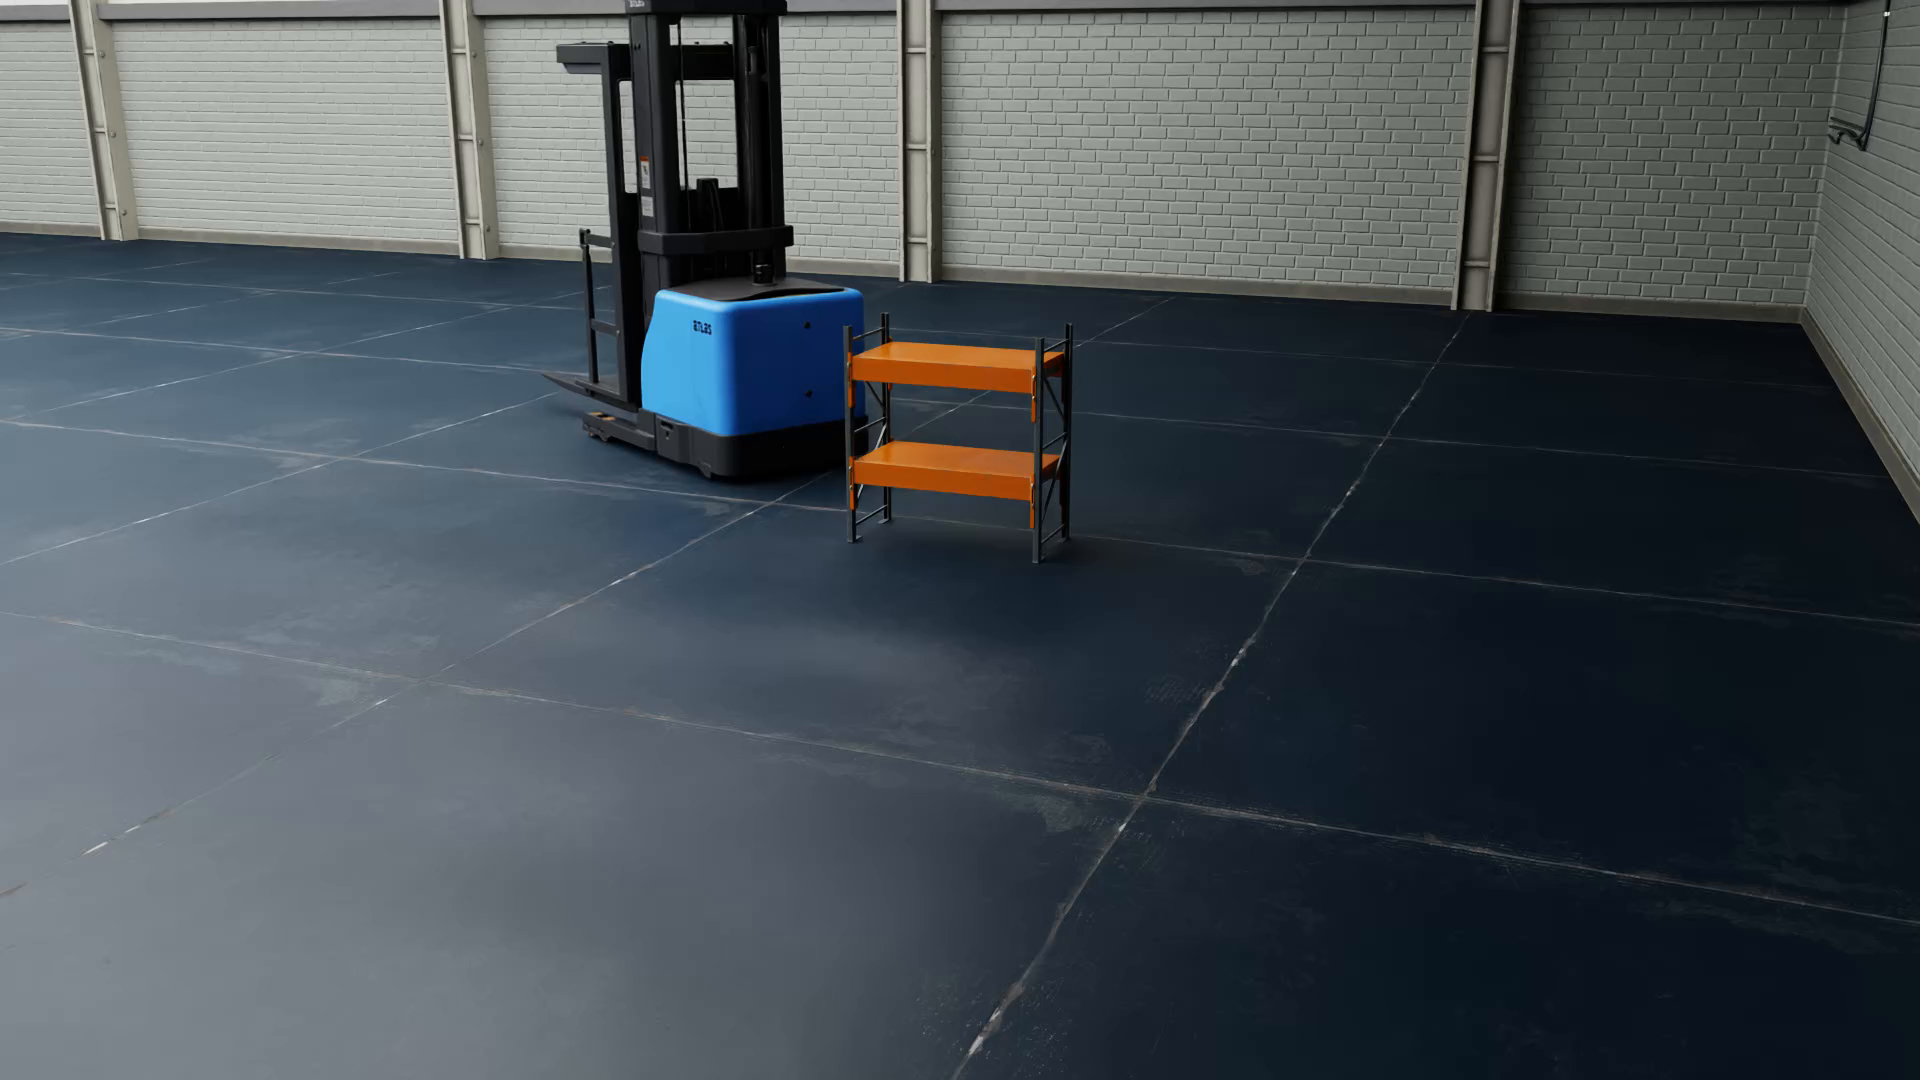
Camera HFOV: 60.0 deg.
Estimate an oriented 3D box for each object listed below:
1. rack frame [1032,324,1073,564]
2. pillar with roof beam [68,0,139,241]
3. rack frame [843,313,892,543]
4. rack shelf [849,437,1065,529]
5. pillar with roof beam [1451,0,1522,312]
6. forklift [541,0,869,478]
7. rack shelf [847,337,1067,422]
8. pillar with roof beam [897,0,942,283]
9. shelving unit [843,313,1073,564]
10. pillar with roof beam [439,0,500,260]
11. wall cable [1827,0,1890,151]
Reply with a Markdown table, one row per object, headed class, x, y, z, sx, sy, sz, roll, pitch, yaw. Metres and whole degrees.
| class | x | y | z | sx | sy | sz | roll | pitch | yaw |
| --- | --- | --- | --- | --- | --- | --- | --- | --- | --- |
| rack frame | 0.467 | -0.489 | 8.340 | 0.032 | 1.125 | 0.500 | 6 | 17 | 21 |
| pillar with roof beam | -13.185 | -7.366 | 17.905 | 0.400 | 9.000 | 9.100 | 6 | 17 | 21 |
| rack frame | -0.479 | -0.593 | 8.698 | 0.032 | 1.125 | 0.500 | 6 | 17 | 21 |
| rack shelf | -0.006 | -0.306 | 8.587 | 1.000 | 0.278 | 0.538 | 6 | 17 | 21 |
| pillar with roof beam | 3.560 | -5.524 | 11.562 | 0.400 | 9.000 | 9.100 | 6 | 17 | 21 |
| forklift | -1.854 | -2.122 | 10.727 | 1.130 | 2.935 | 3.031 | -12 | 20 | -35 |
| rack shelf | -0.006 | -0.822 | 8.438 | 1.000 | 0.278 | 0.538 | 6 | 17 | 21 |
| pillar with roof beam | -2.022 | -6.138 | 13.677 | 0.400 | 9.000 | 9.100 | 6 | 17 | 21 |
| shelving unit | -0.006 | -0.541 | 8.519 | 1.048 | 1.125 | 0.538 | 6 | 17 | 21 |
| pillar with roof beam | -7.603 | -6.752 | 15.791 | 0.400 | 9.000 | 9.100 | 6 | 17 | 21 |
| wall cable | 7.395 | -4.505 | 13.622 | 0.112 | 2.526 | 3.097 | 6 | 17 | 21 |
